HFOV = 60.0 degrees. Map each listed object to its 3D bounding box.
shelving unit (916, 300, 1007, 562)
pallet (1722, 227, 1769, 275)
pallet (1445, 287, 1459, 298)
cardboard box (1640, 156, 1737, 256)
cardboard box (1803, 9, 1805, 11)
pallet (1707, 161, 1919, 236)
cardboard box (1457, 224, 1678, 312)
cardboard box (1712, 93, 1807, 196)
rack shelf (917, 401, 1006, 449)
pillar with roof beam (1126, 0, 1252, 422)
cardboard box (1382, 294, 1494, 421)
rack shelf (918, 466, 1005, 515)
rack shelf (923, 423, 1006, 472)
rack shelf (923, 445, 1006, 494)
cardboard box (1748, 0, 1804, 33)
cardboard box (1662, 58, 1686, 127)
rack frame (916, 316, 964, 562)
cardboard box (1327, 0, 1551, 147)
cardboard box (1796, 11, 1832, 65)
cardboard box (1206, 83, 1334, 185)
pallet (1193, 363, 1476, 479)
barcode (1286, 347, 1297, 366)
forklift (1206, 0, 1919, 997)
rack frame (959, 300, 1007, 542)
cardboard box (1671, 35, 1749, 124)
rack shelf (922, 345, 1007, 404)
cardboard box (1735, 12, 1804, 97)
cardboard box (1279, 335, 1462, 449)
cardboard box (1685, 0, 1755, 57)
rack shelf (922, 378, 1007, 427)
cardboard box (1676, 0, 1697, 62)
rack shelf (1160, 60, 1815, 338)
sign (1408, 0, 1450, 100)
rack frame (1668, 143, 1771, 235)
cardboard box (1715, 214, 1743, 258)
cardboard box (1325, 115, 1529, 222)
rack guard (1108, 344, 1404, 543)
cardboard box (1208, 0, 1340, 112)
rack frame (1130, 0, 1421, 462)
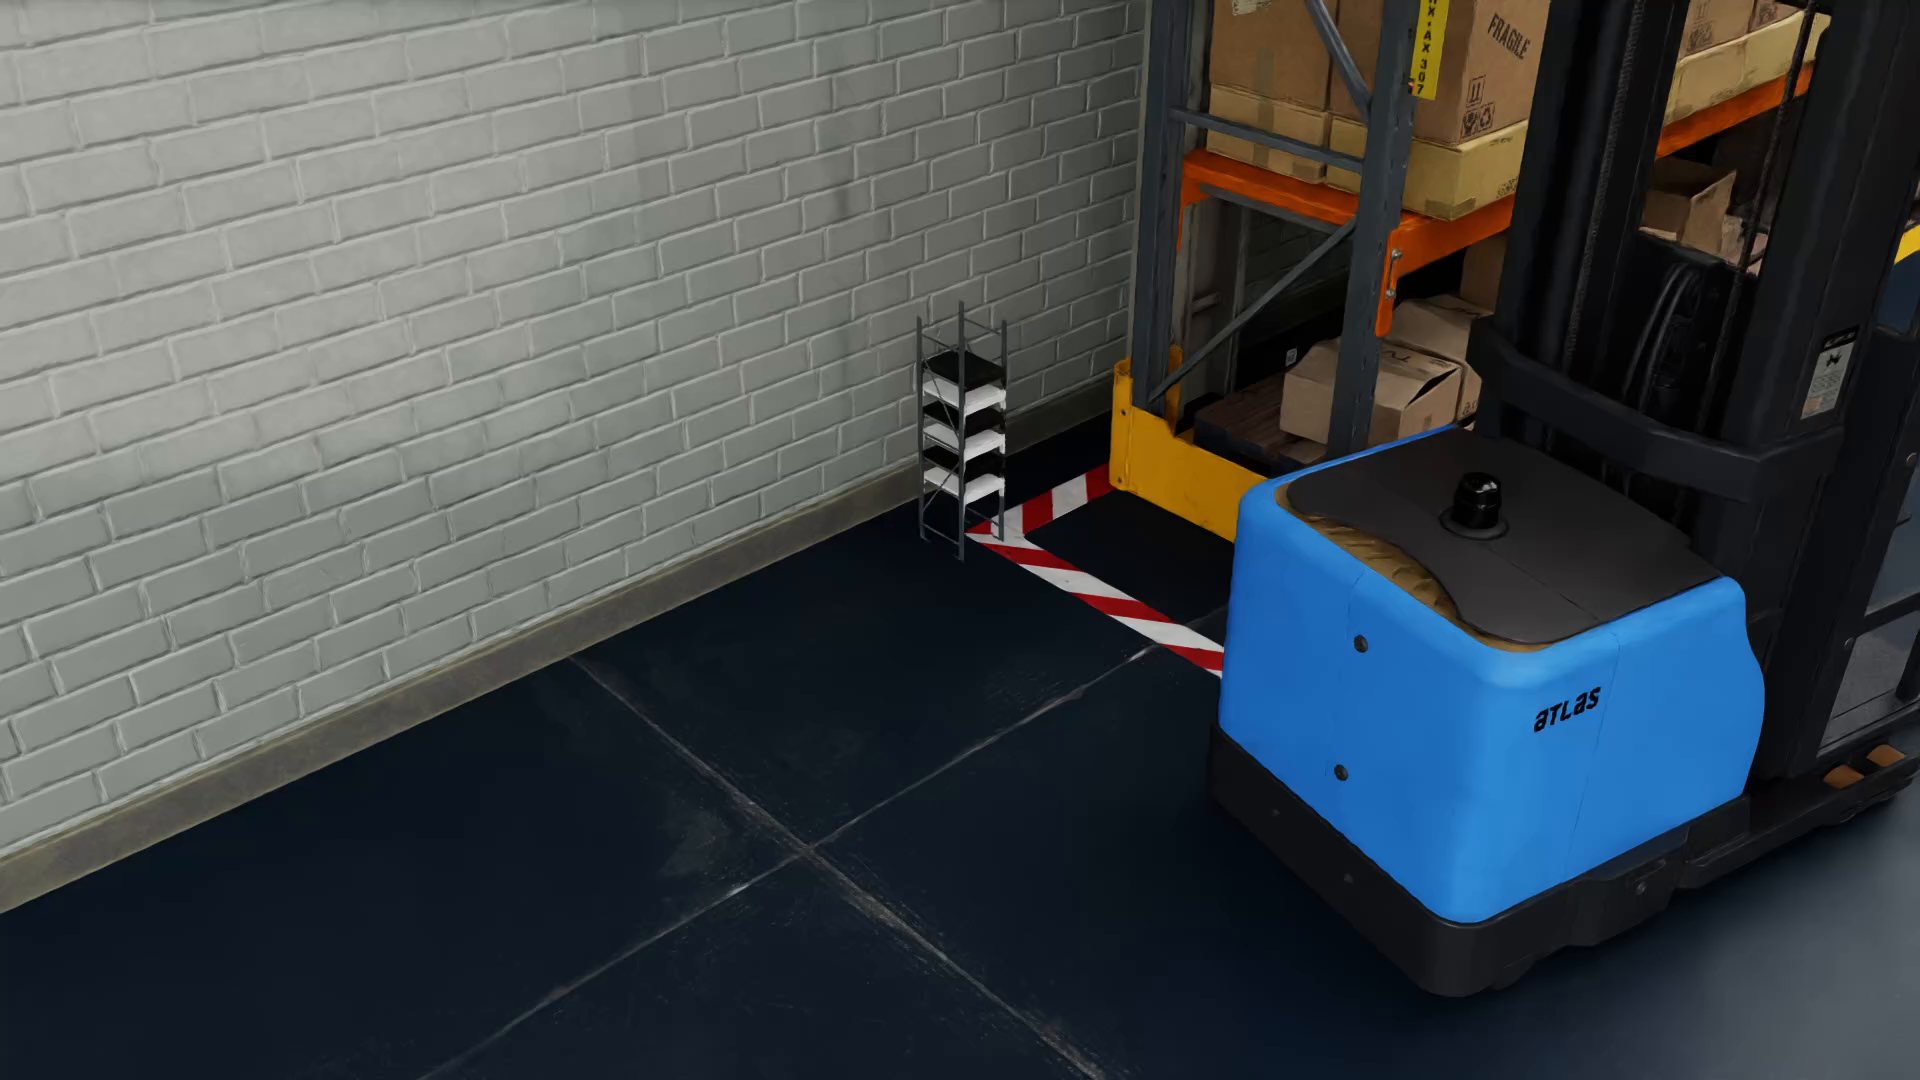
[{"bbox_3d":[0.006,-0.387,6.020,0.210,0.900,0.258,-26,40,-35],"label":"shelving unit"},{"bbox_3d":[3.497,-1.305,8.182,1.213,0.211,1.003,-26,40,-35],"label":"pallet"},{"bbox_3d":[2.602,-0.870,7.471,1.213,0.211,1.003,-26,40,-35],"label":"pallet"},{"bbox_3d":[3.232,-1.484,7.777,0.500,0.500,0.500,26,40,35],"label":"cardboard box"},{"bbox_3d":[3.467,-2.546,6.944,0.500,0.500,0.500,-26,40,-36],"label":"cardboard box"},{"bbox_3d":[4.536,-1.834,9.046,1.213,0.211,1.003,-26,40,-35],"label":"pallet"},{"bbox_3d":[2.591,-1.103,7.154,0.700,0.500,0.500,26,40,36],"label":"cardboard box"},{"bbox_3d":[4.494,-2.135,8.841,0.500,0.500,0.700,-24,39,-34],"label":"cardboard box"},{"bbox_3d":[0.006,-0.435,5.990,0.200,0.077,0.258,-26,40,-35],"label":"rack shelf"},{"bbox_3d":[3.885,-2.820,2.235,0.400,9.000,9.100,-26,40,-35],"label":"pillar with roof beam"},{"bbox_3d":[2.019,-0.782,6.809,0.500,0.311,0.500,-22,38,-32],"label":"cardboard box"},{"bbox_3d":[0.006,-0.205,6.131,0.200,0.077,0.258,-26,40,-35],"label":"rack shelf"},{"bbox_3d":[0.006,-0.358,6.037,0.200,0.077,0.258,-26,40,-35],"label":"rack shelf"},{"bbox_3d":[0.006,-0.282,6.084,0.200,0.077,0.258,-26,40,-35],"label":"rack shelf"},{"bbox_3d":[3.091,-2.371,6.659,0.500,0.500,0.500,-27,41,-37],"label":"cardboard box"},{"bbox_3d":[2.355,-1.692,6.266,0.500,0.250,0.500,-27,40,-36],"label":"cardboard box"},{"bbox_3d":[-0.069,-0.351,5.961,0.006,0.900,0.240,-26,40,-35],"label":"rack frame"},{"bbox_3d":[1.587,-1.647,5.473,0.500,0.500,0.500,-26,40,-35],"label":"cardboard box"},{"bbox_3d":[3.454,-2.234,7.152,0.500,0.250,0.500,-26,40,-35],"label":"cardboard box"},{"bbox_3d":[1.244,-1.512,5.973,0.500,0.250,0.500,-25,39,-35],"label":"cardboard box"},{"bbox_3d":[1.708,-0.440,6.767,1.213,0.211,1.003,-26,40,-35],"label":"pallet"},{"bbox_3d":[1.343,-0.743,6.736,0.075,0.075,0.001,-26,40,-35],"label":"barcode"},{"bbox_3d":[2.262,-0.641,4.489,3.031,2.935,1.130,-17,35,-25],"label":"forklift"},{"bbox_3d":[0.080,-0.423,6.079,0.006,0.900,0.240,-26,40,-35],"label":"rack frame"},{"bbox_3d":[2.727,-1.871,6.558,0.500,0.250,0.500,-25,40,-35],"label":"cardboard box"},{"bbox_3d":[0.006,-0.589,5.896,0.200,0.077,0.258,-26,40,-35],"label":"rack shelf"},{"bbox_3d":[3.095,-2.049,6.851,0.500,0.250,0.500,-26,40,-36],"label":"cardboard box"},{"bbox_3d":[1.601,-0.579,6.478,0.500,0.311,0.500,24,39,34],"label":"cardboard box"},{"bbox_3d":[2.710,-2.187,6.356,0.500,0.500,0.500,-24,39,-34],"label":"cardboard box"},{"bbox_3d":[0.006,-0.512,5.943,0.200,0.077,0.258,-26,40,-35],"label":"rack shelf"},{"bbox_3d":[2.339,-1.999,6.050,0.500,0.500,0.500,-27,41,-37],"label":"cardboard box"},{"bbox_3d":[2.499,-1.730,6.894,4.000,0.370,1.077,-26,40,-35],"label":"rack shelf"},{"bbox_3d":[1.402,-1.490,4.981,0.005,0.325,0.100,-26,40,-35],"label":"sign"},{"bbox_3d":[3.966,-2.747,7.866,0.127,3.000,1.000,-26,40,-35],"label":"rack frame"},{"bbox_3d":[3.594,-1.524,8.162,0.380,0.166,0.250,23,38,33],"label":"cardboard box"},{"bbox_3d":[1.606,-1.324,5.665,0.500,0.250,0.500,-27,41,-37],"label":"cardboard box"},{"bbox_3d":[1.088,-0.288,6.242,0.348,0.500,1.175,-26,40,-35],"label":"rack guard"},{"bbox_3d":[1.234,-1.841,5.791,0.500,0.500,0.500,-26,40,-36],"label":"cardboard box"},{"bbox_3d":[1.033,-1.328,5.546,0.127,3.000,1.000,-26,40,-35],"label":"rack frame"}]
